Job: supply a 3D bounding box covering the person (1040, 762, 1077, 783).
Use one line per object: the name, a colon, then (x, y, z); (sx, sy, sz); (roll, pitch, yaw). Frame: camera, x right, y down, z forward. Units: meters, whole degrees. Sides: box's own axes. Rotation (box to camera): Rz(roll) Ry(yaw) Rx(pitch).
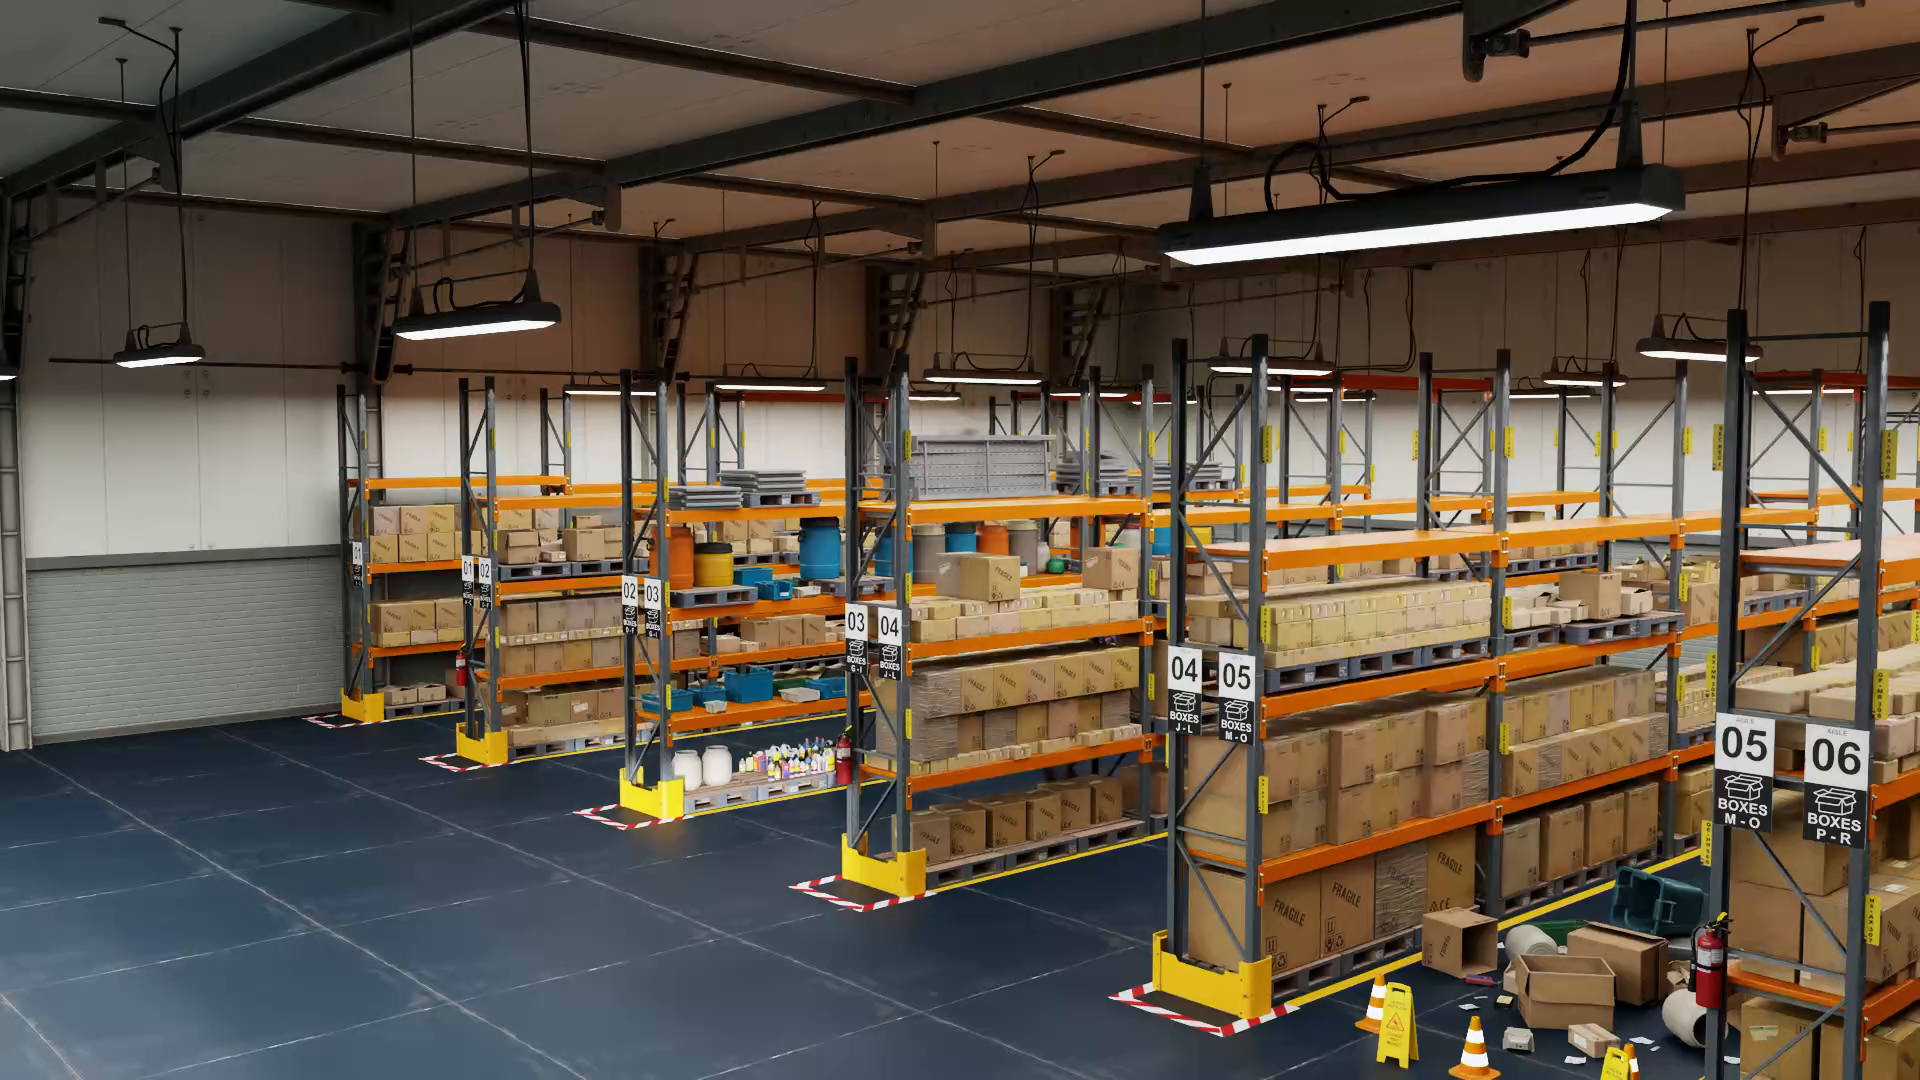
person: (1.397, 2.814, 22.894); (0.635, 1.762, 0.751); (3, 5, 40)
